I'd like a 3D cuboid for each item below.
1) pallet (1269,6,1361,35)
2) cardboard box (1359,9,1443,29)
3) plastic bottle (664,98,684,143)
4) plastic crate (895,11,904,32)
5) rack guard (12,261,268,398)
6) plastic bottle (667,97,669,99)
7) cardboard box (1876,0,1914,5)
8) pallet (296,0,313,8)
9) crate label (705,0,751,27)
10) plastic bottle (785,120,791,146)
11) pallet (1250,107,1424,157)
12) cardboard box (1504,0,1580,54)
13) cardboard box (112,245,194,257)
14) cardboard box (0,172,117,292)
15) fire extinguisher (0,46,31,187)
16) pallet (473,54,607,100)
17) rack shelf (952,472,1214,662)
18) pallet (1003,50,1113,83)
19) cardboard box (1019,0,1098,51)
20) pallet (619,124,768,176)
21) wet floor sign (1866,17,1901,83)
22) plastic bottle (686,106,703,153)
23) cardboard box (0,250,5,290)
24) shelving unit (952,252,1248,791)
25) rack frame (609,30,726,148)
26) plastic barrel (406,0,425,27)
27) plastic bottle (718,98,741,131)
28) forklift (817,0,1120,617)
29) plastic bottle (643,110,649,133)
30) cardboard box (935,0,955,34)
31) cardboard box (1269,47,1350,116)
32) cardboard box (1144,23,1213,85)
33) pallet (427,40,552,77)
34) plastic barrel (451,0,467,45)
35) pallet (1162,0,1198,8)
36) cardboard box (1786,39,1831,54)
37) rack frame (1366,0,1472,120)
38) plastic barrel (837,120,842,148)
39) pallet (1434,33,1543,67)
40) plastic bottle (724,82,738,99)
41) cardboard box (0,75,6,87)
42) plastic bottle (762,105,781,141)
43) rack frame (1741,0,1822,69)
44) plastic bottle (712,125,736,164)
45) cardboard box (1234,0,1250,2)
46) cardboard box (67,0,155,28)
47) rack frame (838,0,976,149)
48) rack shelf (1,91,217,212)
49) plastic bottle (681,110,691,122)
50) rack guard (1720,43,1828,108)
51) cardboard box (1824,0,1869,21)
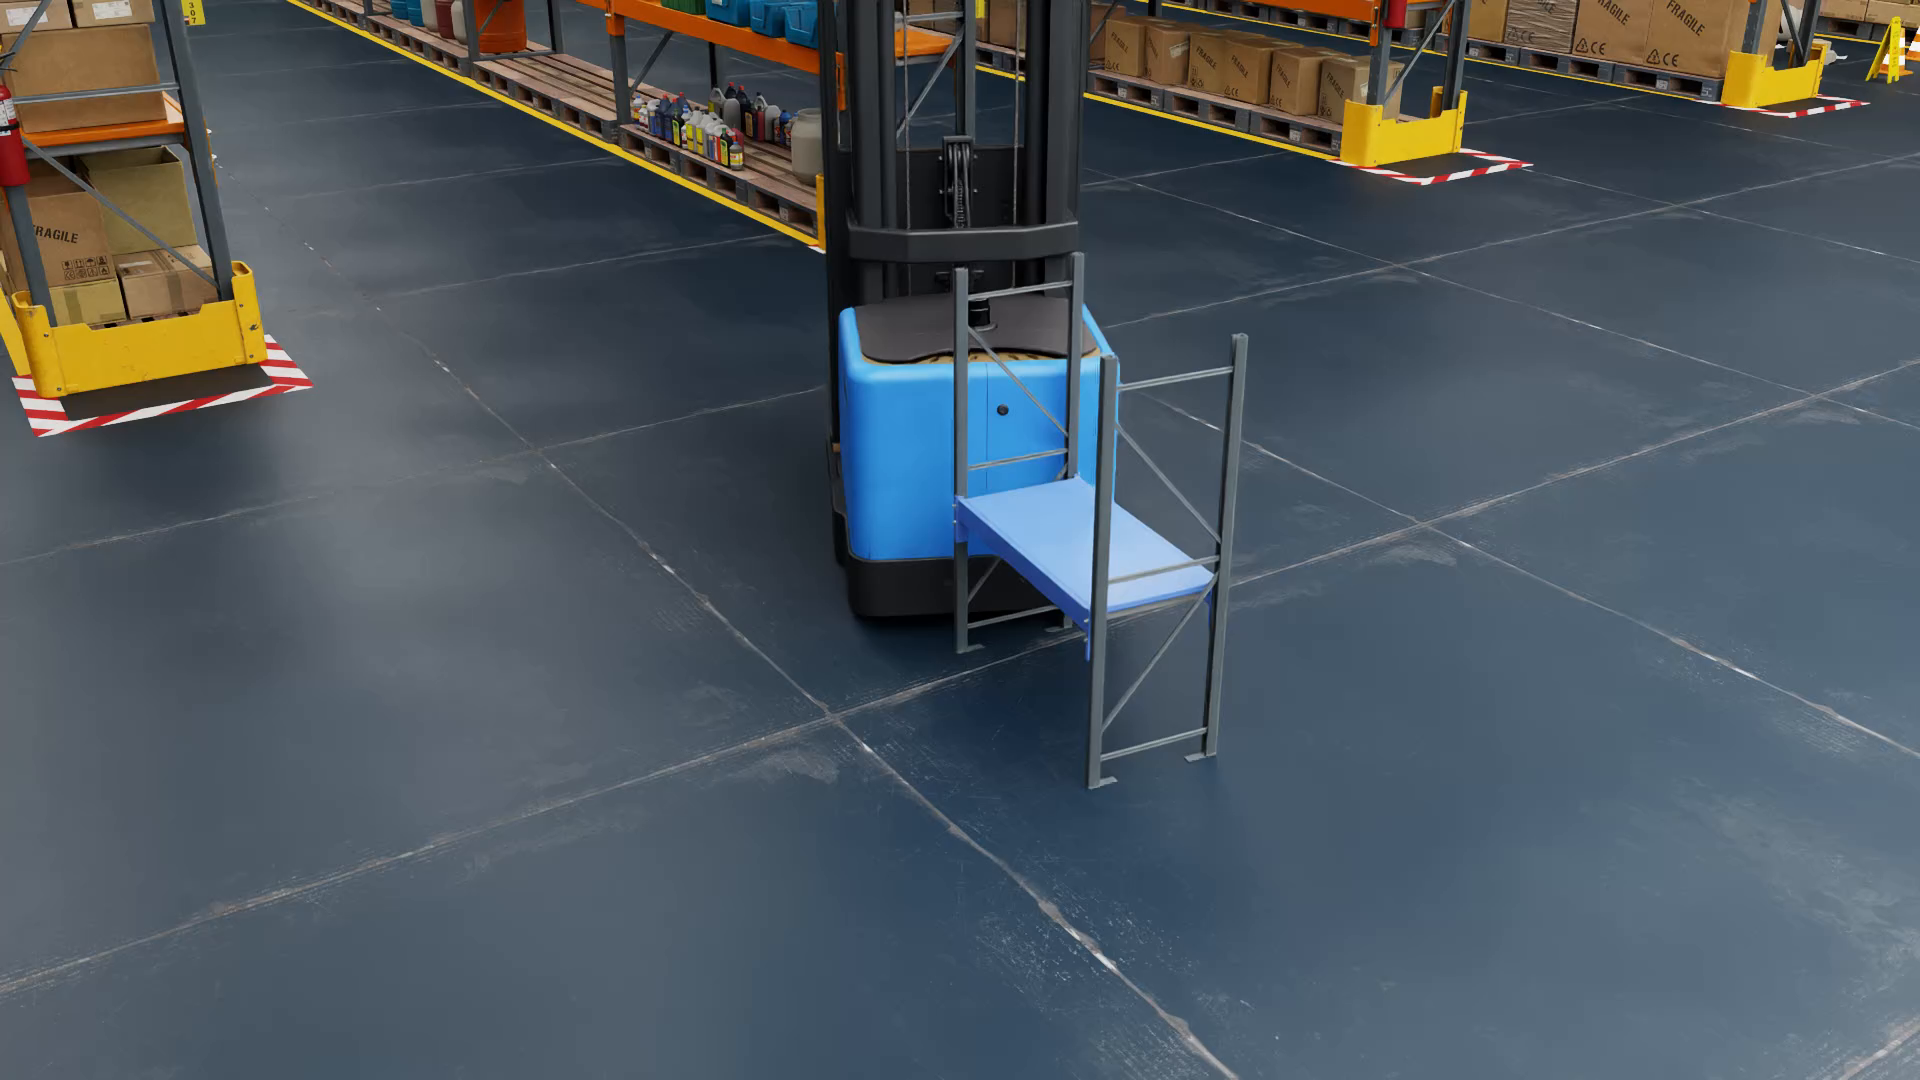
[{"bbox_3d":[4.678,-6.600,20.983,1.003,0.211,1.213,-16,29,-30],"label":"pallet"},{"bbox_3d":[5.418,-6.539,19.731,1.050,0.750,0.750,-16,29,-30],"label":"cardboard box"},{"bbox_3d":[-2.333,-3.439,13.610,0.144,0.351,0.185,-17,30,-32],"label":"plastic bottle"},{"bbox_3d":[-0.564,-3.736,11.960,0.298,0.136,0.250,-16,29,-30],"label":"plastic crate"},{"bbox_3d":[-4.484,-1.169,9.140,1.175,0.500,0.348,-16,29,-30],"label":"rack guard"},{"bbox_3d":[-2.434,-3.562,13.947,0.061,0.283,0.133,-16,29,-30],"label":"plastic bottle"},{"bbox_3d":[11.164,-6.622,19.613,0.500,0.500,0.500,-14,29,-28],"label":"cardboard box"},{"bbox_3d":[-8.662,-7.618,23.141,1.003,0.211,1.213,-16,29,-30],"label":"pallet"},{"bbox_3d":[-1.576,-4.072,12.320,0.502,0.435,0.616,-16,29,-30],"label":"crate label"},{"bbox_3d":[-1.369,-3.309,13.509,0.097,0.201,0.097,0,25,0],"label":"plastic bottle"},{"bbox_3d":[3.349,-3.680,14.798,1.003,0.211,1.213,-16,29,-30],"label":"pallet"},{"bbox_3d":[6.612,-5.832,18.086,0.875,0.875,0.875,-15,29,-29],"label":"cardboard box"},{"bbox_3d":[-4.880,-1.676,10.015,0.500,0.250,0.500,-16,29,-30],"label":"cardboard box"},{"bbox_3d":[-5.039,-1.716,9.221,0.500,0.500,0.500,-16,29,-30],"label":"cardboard box"},{"bbox_3d":[-4.822,-2.122,8.322,0.296,0.674,0.183,-16,29,-30],"label":"fire extinguisher"},{"bbox_3d":[-4.322,-4.775,17.117,1.003,0.211,1.213,-16,29,-30],"label":"pallet"},{"bbox_3d":[0.426,0.066,5.775,0.538,0.185,1.000,-11,28,-23],"label":"rack shelf"},{"bbox_3d":[1.195,-5.063,17.727,1.003,0.211,1.213,-16,29,-30],"label":"pallet"},{"bbox_3d":[1.059,-5.514,17.829,0.700,0.500,0.500,-16,29,-30],"label":"cardboard box"},{"bbox_3d":[-2.197,-3.380,14.164,1.003,0.211,1.213,-16,29,-30],"label":"pallet"},{"bbox_3d":[9.690,-5.121,17.342,0.267,0.644,0.232,-22,33,-38],"label":"wet floor sign"},{"bbox_3d":[-2.101,-3.287,13.288,0.144,0.351,0.185,-16,30,-30],"label":"plastic bottle"},{"bbox_3d":[-5.595,-1.732,10.133,0.500,0.250,0.500,-16,29,-30],"label":"cardboard box"},{"bbox_3d":[0.426,-0.097,5.698,0.538,1.500,1.048,-11,28,-23],"label":"shelving unit"},{"bbox_3d":[-2.529,-4.891,14.098,1.000,3.000,0.127,-16,29,-30],"label":"rack frame"},{"bbox_3d":[-6.227,-6.542,19.560,0.600,0.901,0.708,-16,29,-30],"label":"plastic barrel"},{"bbox_3d":[-1.941,-3.583,14.002,0.152,0.276,0.135,-16,29,-30],"label":"plastic bottle"},{"bbox_3d":[-0.060,-1.623,7.256,1.130,2.935,3.031,-3,25,-6],"label":"forklift"},{"bbox_3d":[-2.611,-3.536,13.989,0.097,0.201,0.097,0,25,0],"label":"plastic bottle"},{"bbox_3d":[0.134,-6.114,19.101,0.700,0.500,0.500,-18,31,-34],"label":"cardboard box"},{"bbox_3d":[3.123,-4.108,14.873,0.500,0.500,0.500,-8,26,-16],"label":"cardboard box"},{"bbox_3d":[2.125,-4.750,16.234,0.500,0.500,0.500,-6,26,-13],"label":"cardboard box"},{"bbox_3d":[-5.178,-5.333,18.300,1.003,0.211,1.213,-16,29,-30],"label":"pallet"},{"bbox_3d":[-5.377,-5.739,18.316,0.421,0.512,0.421,0,25,0],"label":"plastic barrel"},{"bbox_3d":[3.223,-7.615,23.133,1.003,0.211,1.213,-16,29,-30],"label":"pallet"},{"bbox_3d":[9.700,-5.633,19.008,0.380,0.149,0.250,-1,25,-3],"label":"cardboard box"},{"bbox_3d":[3.805,-4.615,13.512,1.000,3.000,0.127,-16,29,-30],"label":"rack frame"},{"bbox_3d":[-0.768,-2.743,11.969,0.421,0.512,0.421,0,25,0],"label":"plastic barrel"},{"bbox_3d":[6.182,-5.614,18.895,1.003,0.211,1.213,-16,29,-30],"label":"pallet"},{"bbox_3d":[-1.936,-3.729,14.224,0.144,0.351,0.185,-16,30,-31],"label":"plastic bottle"},{"bbox_3d":[-5.032,-2.710,9.359,0.700,0.500,0.500,-15,29,-28],"label":"cardboard box"},{"bbox_3d":[-1.569,-3.452,13.724,0.152,0.276,0.135,-15,29,-29],"label":"plastic bottle"},{"bbox_3d":[8.016,-5.735,15.884,1.000,3.000,0.127,-16,29,-30],"label":"rack frame"},{"bbox_3d":[-1.830,-3.079,12.934,0.152,0.276,0.135,-15,29,-29],"label":"plastic bottle"},{"bbox_3d":[3.906,-7.530,21.830,1.050,0.750,0.750,-16,30,-30],"label":"cardboard box"},{"bbox_3d":[-4.531,-2.837,8.868,0.380,0.149,0.250,-16,30,-30],"label":"cardboard box"},{"bbox_3d":[-0.345,-3.461,11.067,1.000,3.000,0.127,-16,29,-30],"label":"rack frame"},{"bbox_3d":[-5.589,-2.698,10.293,1.077,0.370,4.000,-16,29,-30],"label":"rack shelf"},{"bbox_3d":[-2.221,-3.360,13.534,0.097,0.271,0.097,0,25,0],"label":"plastic bottle"},{"bbox_3d":[8.029,-4.596,16.399,1.175,0.500,0.348,-16,29,-30],"label":"rack guard"},{"bbox_3d":[10.875,-6.470,20.171,0.500,0.250,0.500,-17,30,-31],"label":"cardboard box"}]
